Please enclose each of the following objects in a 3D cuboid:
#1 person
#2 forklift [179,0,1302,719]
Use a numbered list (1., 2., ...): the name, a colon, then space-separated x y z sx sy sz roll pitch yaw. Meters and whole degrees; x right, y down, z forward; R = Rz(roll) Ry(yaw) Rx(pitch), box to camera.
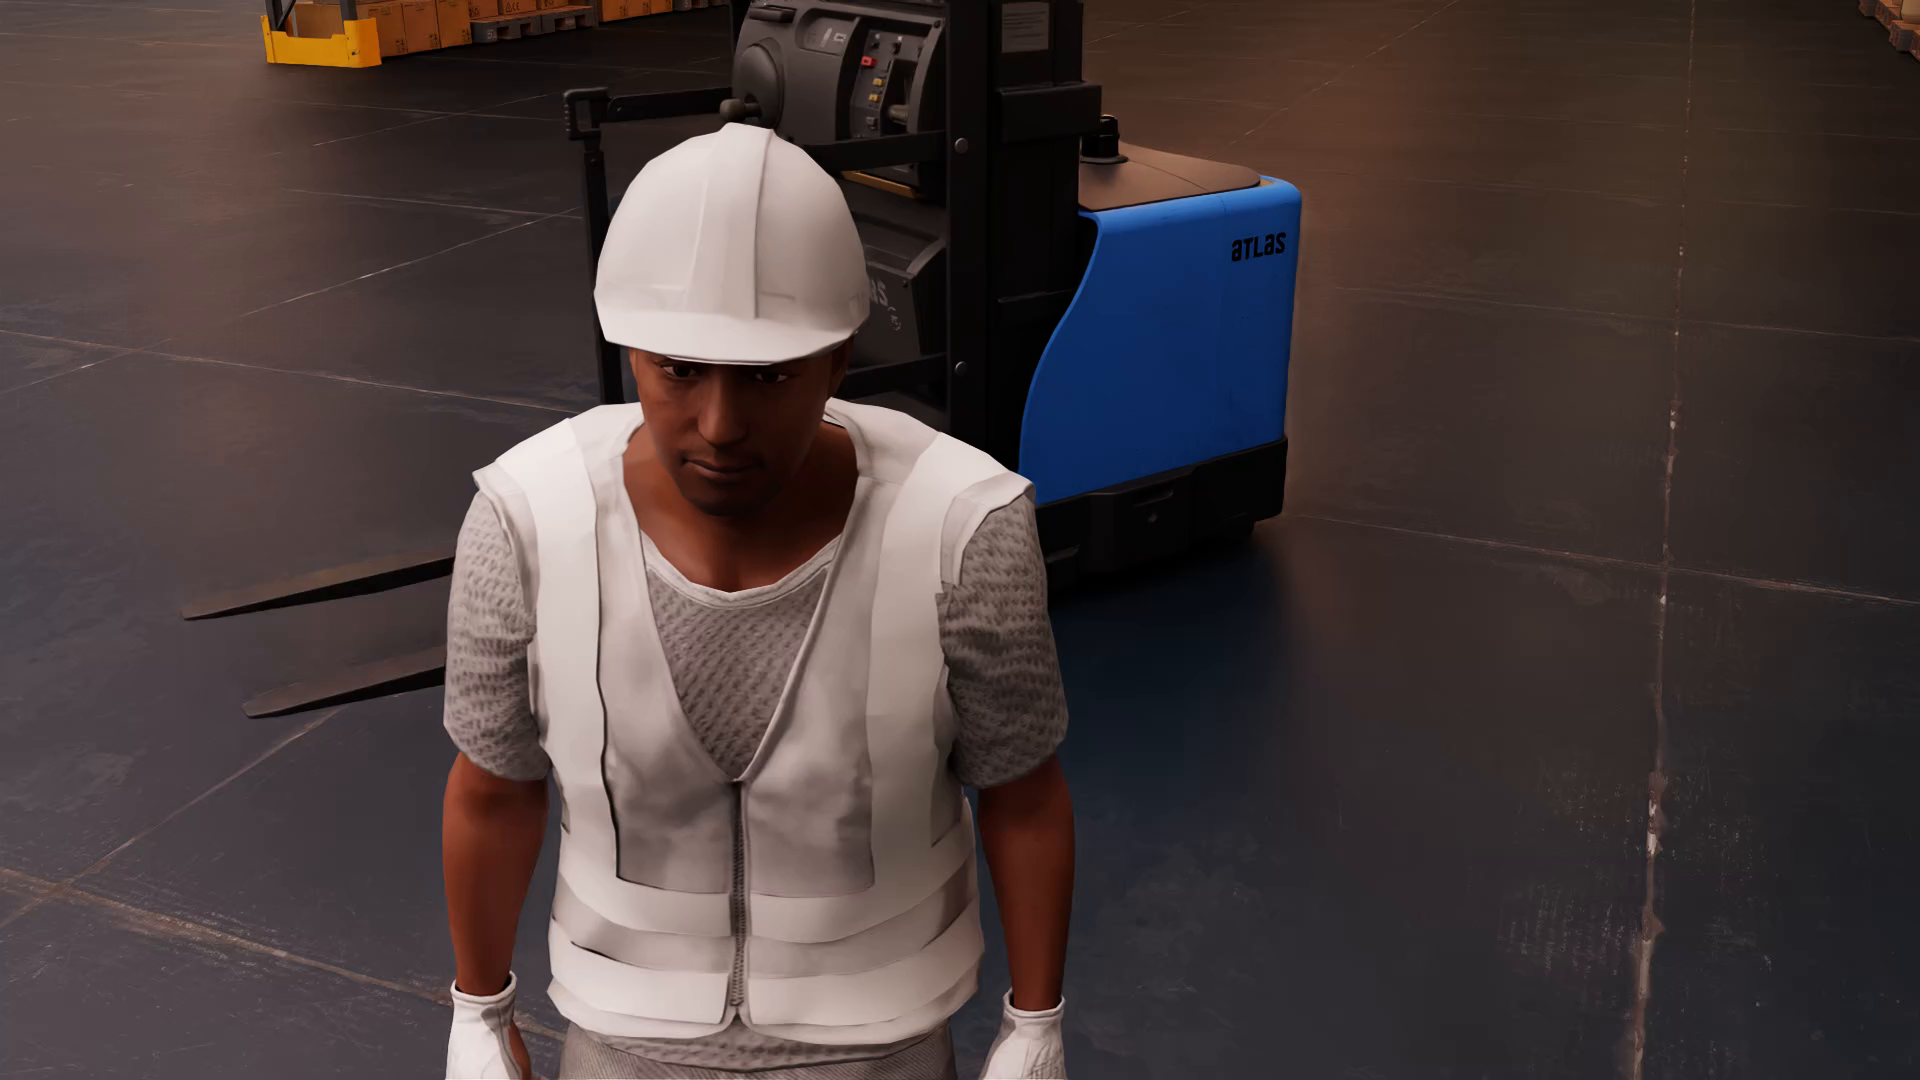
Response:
1. person: -0.199 0.485 1.639 0.619 1.772 0.450 1 23 2
2. forklift: -0.500 -1.206 4.178 3.031 2.935 1.130 -15 27 -32
